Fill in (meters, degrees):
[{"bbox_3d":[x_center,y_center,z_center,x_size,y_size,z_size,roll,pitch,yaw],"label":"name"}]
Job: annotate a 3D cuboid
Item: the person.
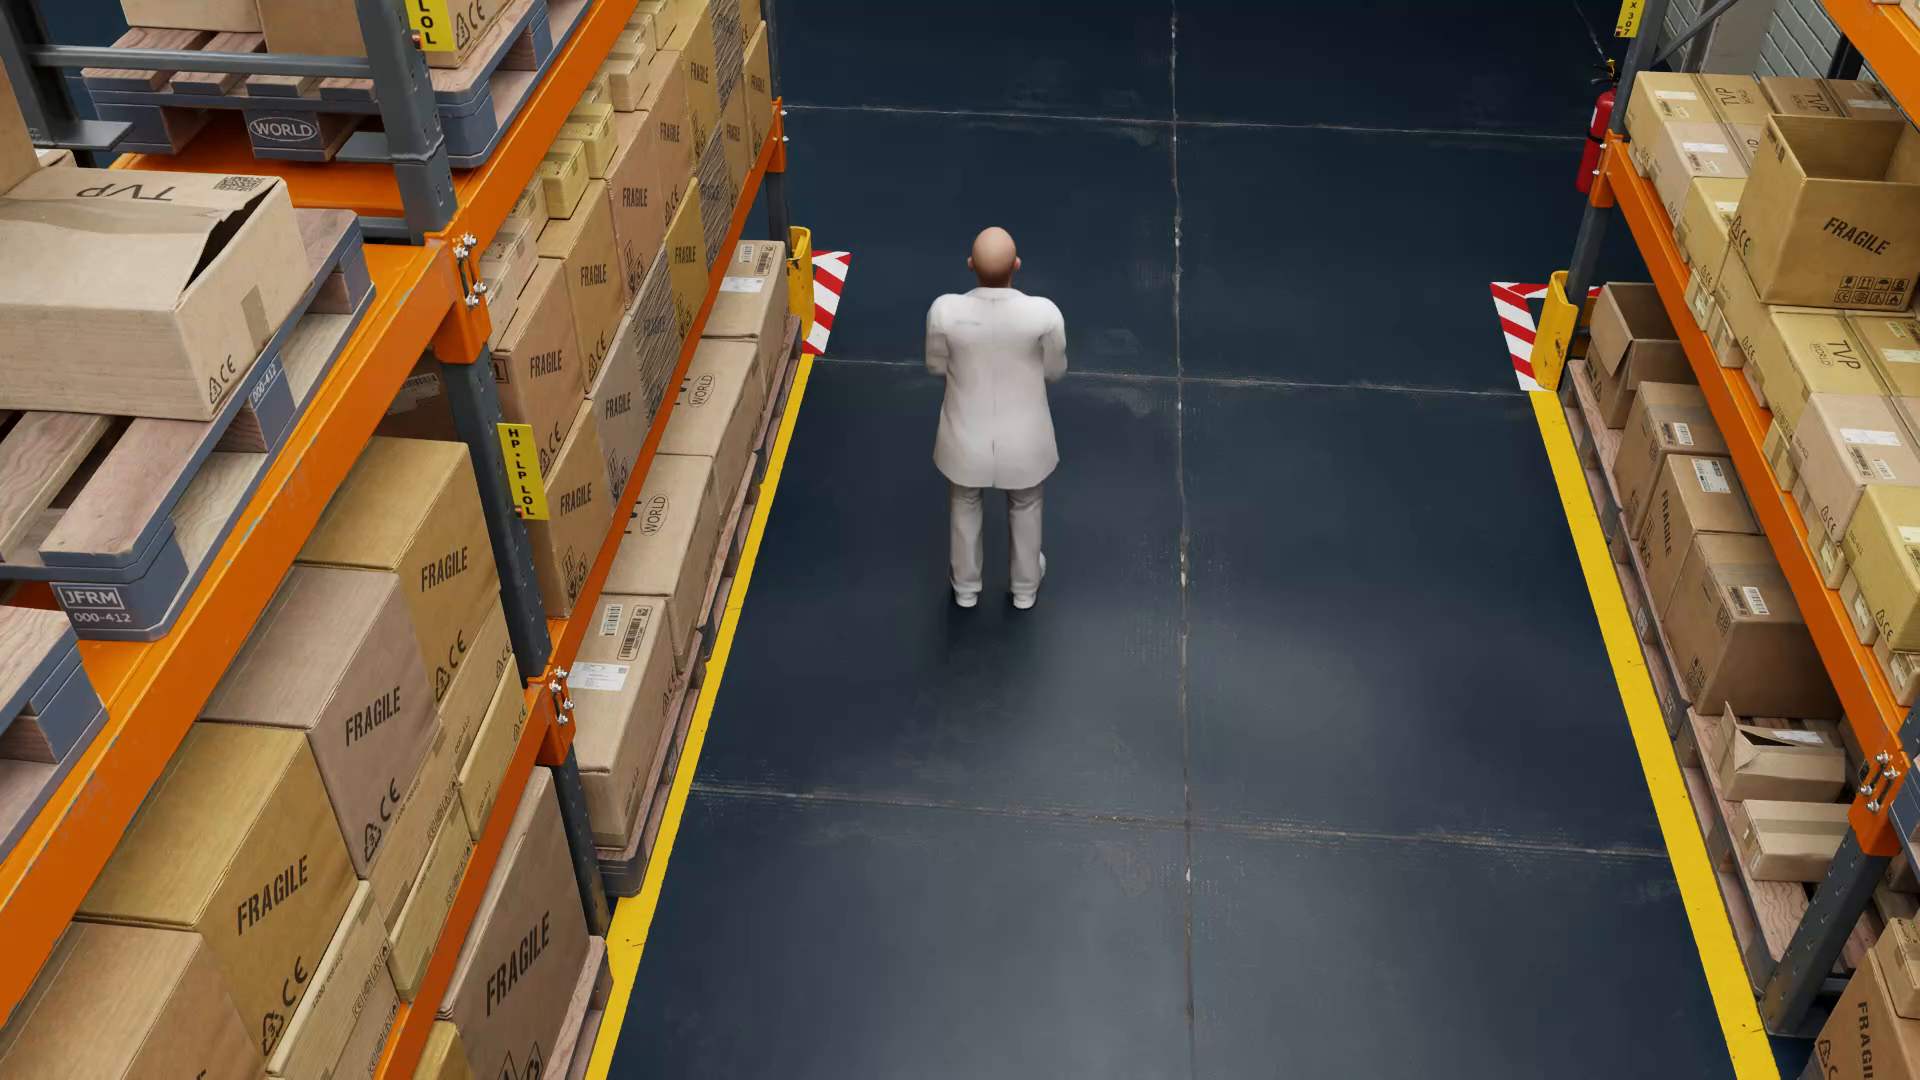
[{"bbox_3d":[0.120,-0.484,6.754,0.654,1.774,0.421,1,40,2],"label":"person"}]
